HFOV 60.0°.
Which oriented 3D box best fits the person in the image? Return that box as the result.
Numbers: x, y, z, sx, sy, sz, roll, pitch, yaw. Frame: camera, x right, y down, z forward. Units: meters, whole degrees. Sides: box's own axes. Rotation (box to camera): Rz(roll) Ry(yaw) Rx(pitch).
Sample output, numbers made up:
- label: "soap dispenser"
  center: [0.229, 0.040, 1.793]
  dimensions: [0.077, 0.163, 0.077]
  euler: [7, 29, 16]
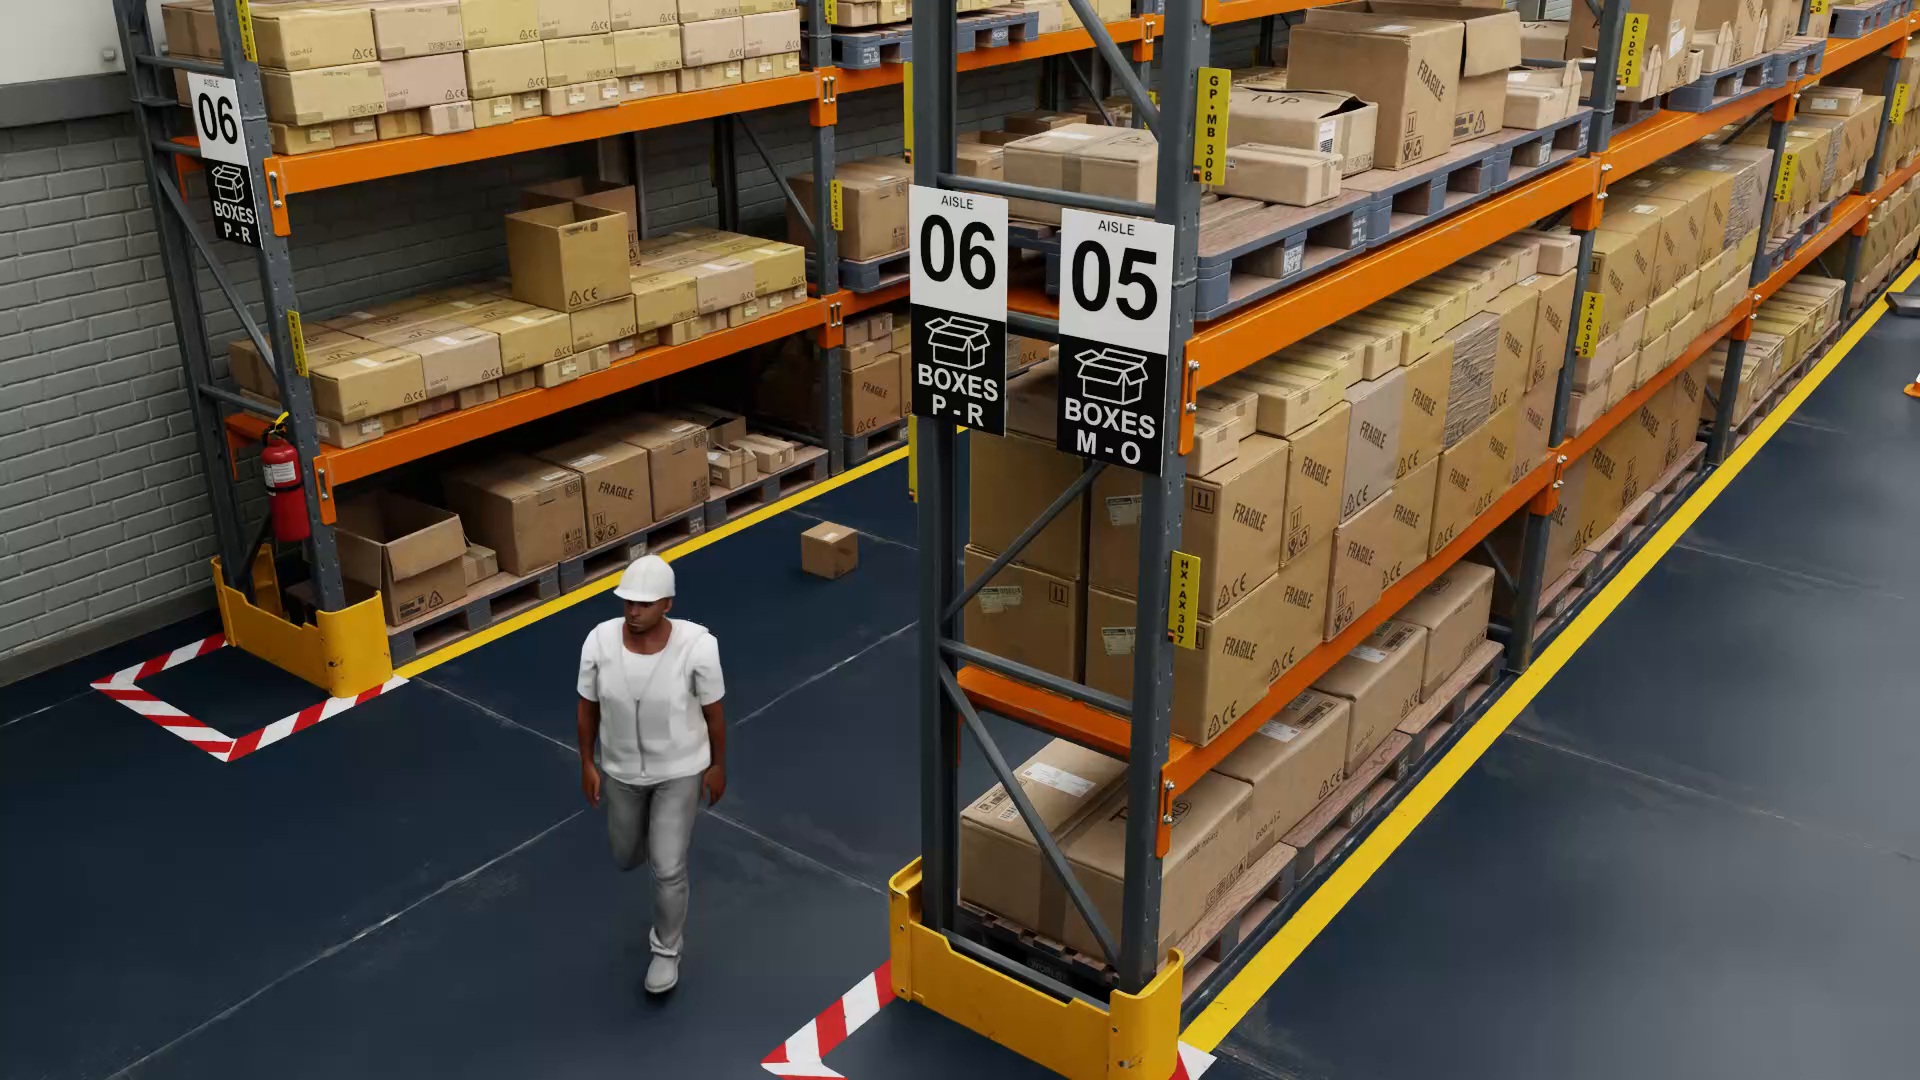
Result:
- label: "person"
  center: [-1.204, 0.860, 6.559]
  dimensions: [0.576, 1.747, 0.799]
  euler: [3, 24, 7]
